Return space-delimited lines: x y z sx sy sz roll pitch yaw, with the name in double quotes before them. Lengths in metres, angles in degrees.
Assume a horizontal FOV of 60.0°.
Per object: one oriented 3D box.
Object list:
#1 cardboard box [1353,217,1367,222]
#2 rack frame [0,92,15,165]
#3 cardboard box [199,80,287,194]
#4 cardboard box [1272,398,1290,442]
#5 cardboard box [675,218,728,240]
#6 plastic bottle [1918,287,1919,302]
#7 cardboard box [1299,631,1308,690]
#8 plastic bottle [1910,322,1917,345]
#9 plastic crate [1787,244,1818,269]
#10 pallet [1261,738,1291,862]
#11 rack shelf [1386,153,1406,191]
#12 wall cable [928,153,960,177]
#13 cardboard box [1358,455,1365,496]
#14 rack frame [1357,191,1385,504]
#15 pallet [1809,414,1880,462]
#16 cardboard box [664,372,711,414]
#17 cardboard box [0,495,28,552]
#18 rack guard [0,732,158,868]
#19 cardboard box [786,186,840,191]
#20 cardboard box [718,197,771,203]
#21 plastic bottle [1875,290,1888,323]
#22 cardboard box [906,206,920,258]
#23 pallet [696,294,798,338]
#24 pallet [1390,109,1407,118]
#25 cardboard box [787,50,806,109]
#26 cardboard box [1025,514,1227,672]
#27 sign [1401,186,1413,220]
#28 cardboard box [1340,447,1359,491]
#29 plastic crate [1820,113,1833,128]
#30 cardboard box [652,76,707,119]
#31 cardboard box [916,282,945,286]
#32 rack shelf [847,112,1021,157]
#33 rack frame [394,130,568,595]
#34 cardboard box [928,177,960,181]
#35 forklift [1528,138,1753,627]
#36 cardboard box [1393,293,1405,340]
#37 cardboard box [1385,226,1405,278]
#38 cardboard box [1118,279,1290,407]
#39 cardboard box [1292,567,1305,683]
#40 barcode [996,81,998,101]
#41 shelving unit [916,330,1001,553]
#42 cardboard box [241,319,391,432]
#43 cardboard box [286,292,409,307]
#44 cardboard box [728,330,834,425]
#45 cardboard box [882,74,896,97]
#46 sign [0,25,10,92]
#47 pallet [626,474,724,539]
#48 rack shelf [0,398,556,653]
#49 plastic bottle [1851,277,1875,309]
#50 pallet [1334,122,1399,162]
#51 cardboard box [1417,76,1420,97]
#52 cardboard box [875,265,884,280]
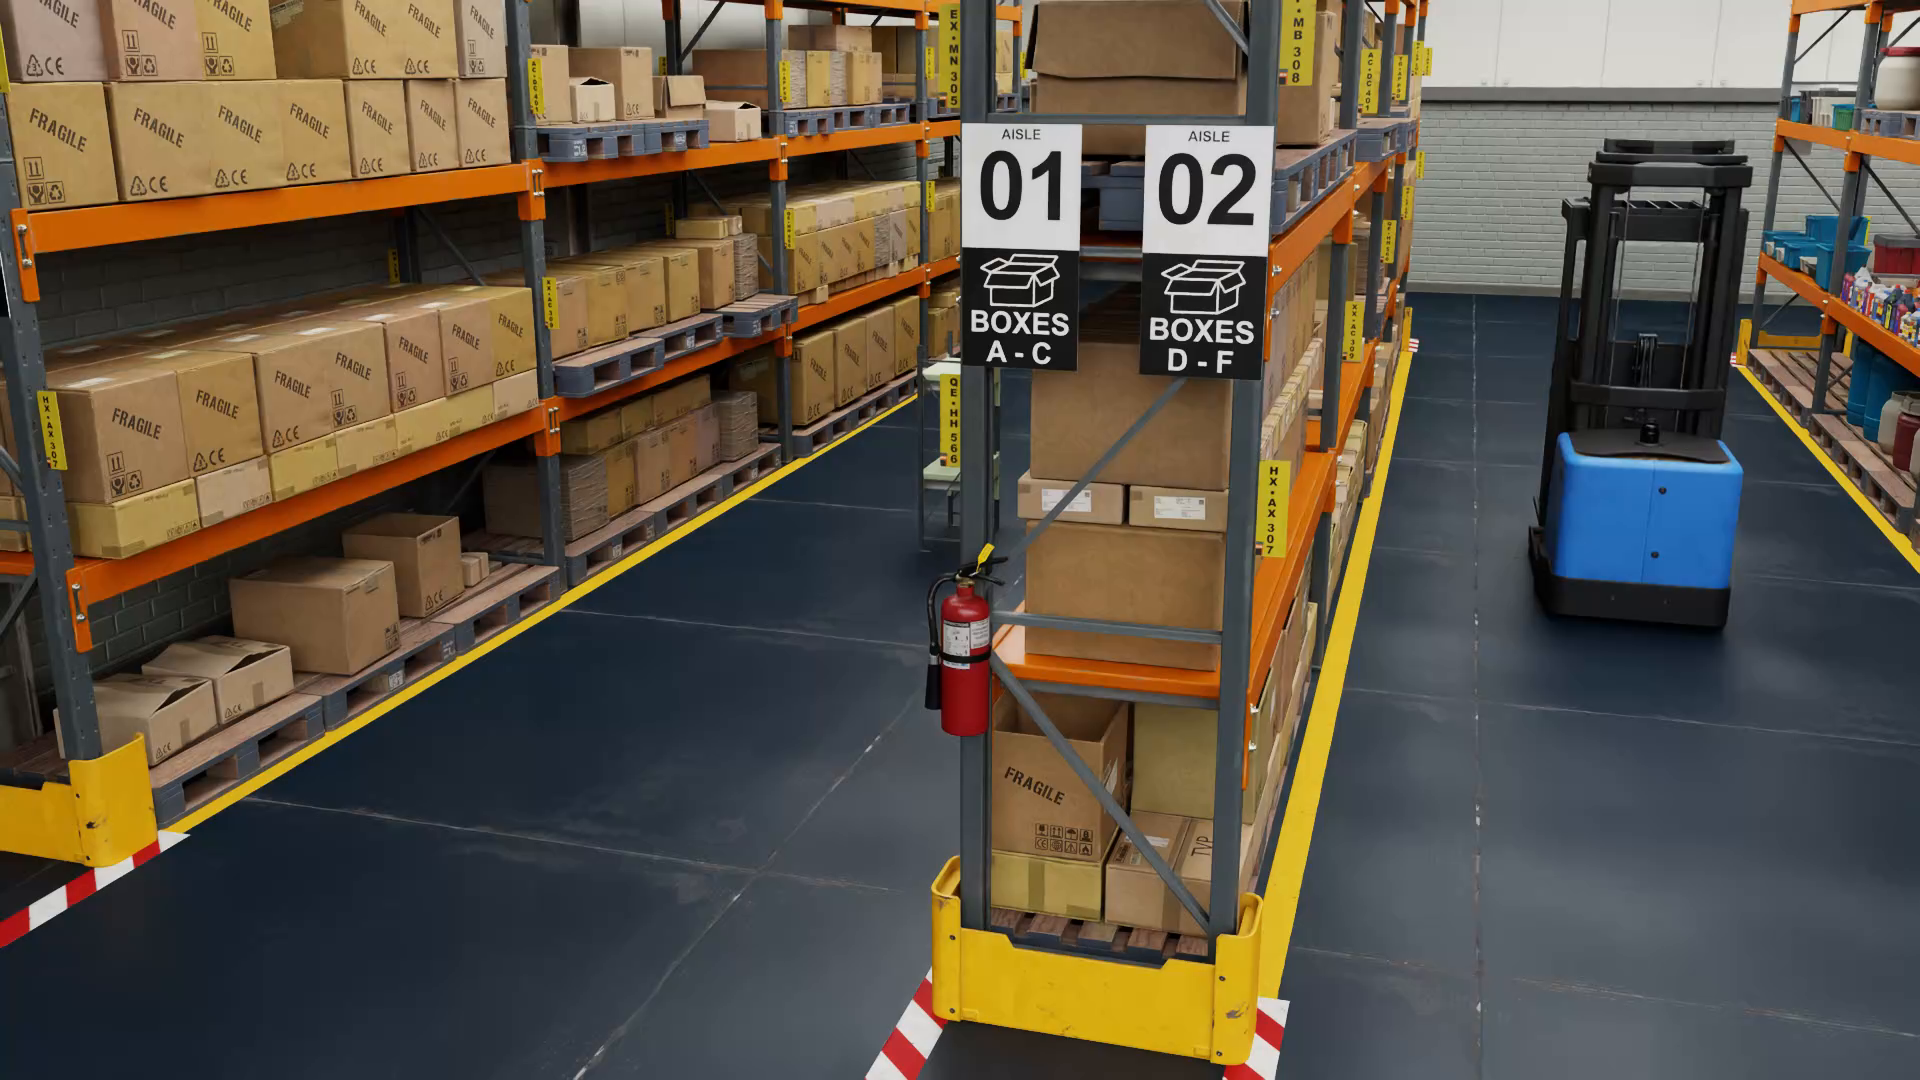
"cardboard box" 3.423 -2.790 15.718 0.700 0.500 0.500 7 17 25
"rack frame" -4.254 -2.962 6.280 1.000 3.000 0.127 5 16 16
"cardboard box" -3.589 -1.918 7.878 0.500 0.500 0.500 5 17 18
"cardboard box" 1.252 -0.540 7.366 0.380 0.149 0.250 5 17 16
"cardboard box" -2.127 -2.562 13.688 0.380 0.149 0.250 2 16 7
"plastic bottle" 8.728 -2.228 15.050 0.097 0.201 0.097 0 16 0
"cardboard box" 1.559 0.650 8.809 0.500 0.250 0.500 5 16 16
"plastic bottle" 7.423 -1.609 12.869 0.097 0.201 0.097 0 16 0
"plastic crate" 8.946 -2.979 17.533 0.416 0.233 0.300 5 16 16
"pallet" 1.022 1.128 7.966 1.003 0.211 1.213 5 16 16
"rack shelf" 3.338 -3.405 14.660 1.077 0.370 4.000 5 16 16
"wall cable" -0.250 -5.159 23.157 0.084 1.984 1.851 5 16 16
"cardboard box" 2.854 -0.508 12.892 0.500 0.250 0.500 5 17 17
"rack frame" 2.770 -1.785 13.126 1.000 3.000 0.127 5 16 16
"pallet" 8.395 -0.906 15.138 1.003 0.211 1.213 5 16 16
"cardboard box" -2.357 -1.202 13.469 0.500 0.250 0.500 5 17 17
"cardboard box" -4.307 -0.150 7.600 0.500 0.250 0.500 5 17 17
"rack guard" -4.233 1.107 7.509 1.175 0.500 0.348 5 16 16
"cardboard box" -1.504 -3.407 16.706 0.500 0.250 0.500 4 16 14
"cardboard box" -1.950 -3.004 15.284 0.500 0.250 0.500 4 16 14
"plastic bottle" 7.770 -1.962 13.986 0.097 0.271 0.097 0 16 0
"cardboard box" -0.733 -3.275 17.615 0.500 0.500 0.500 4 16 15
"pallet" -2.081 -1.881 13.817 1.213 0.211 1.003 5 16 16
"pallet" 3.362 -3.748 14.893 1.213 0.211 1.003 5 16 16
"cardboard box" -1.798 -4.145 14.960 0.700 0.500 0.500 4 16 13
"cardboard box" 0.641 0.138 6.161 0.700 0.500 0.500 5 16 16
"sign" 4.440 -3.347 16.510 0.100 0.325 0.005 5 16 16
"cardboard box" 2.570 -0.510 11.871 0.500 0.311 0.500 5 16 16
"plastic crate" 8.651 -4.125 16.362 0.293 0.136 0.466 5 16 16
"cardboard box" -2.438 -3.339 12.881 0.797 0.503 0.637 7 17 24
"cardboard box" -0.397 -3.032 20.145 0.380 0.149 0.250 4 16 15
"rack shelf" -0.276 -4.835 19.701 1.077 0.370 4.000 5 16 16
"rack frame" -3.117 -1.122 10.788 1.000 3.000 0.127 5 16 16
"cardboard box" 0.157 -4.272 21.342 0.980 0.700 0.700 5 17 18
"forklift" 4.606 -1.239 11.325 1.130 2.935 3.031 4 16 15
"cardboard box" 5.125 -2.726 20.218 0.500 0.500 0.500 5 16 16
"cardboard box" 4.313 -2.992 17.198 0.500 0.500 0.500 5 17 17
"cardboard box" 1.085 -0.901 7.446 0.700 0.500 0.500 5 16 16
"cardboard box" 1.419 0.421 8.245 0.500 0.500 0.500 5 16 16
"barcode" 0.120 -1.531 5.669 0.001 0.075 0.075 5 16 16
"shelving unit" -0.002 -0.720 12.119 0.431 1.500 0.755 5 16 16
"cardboard box" -3.392 -0.874 8.779 0.500 0.500 0.500 5 17 18
"cardboard box" -3.602 -1.178 9.851 0.500 0.500 0.500 5 16 16
"cardboard box" -1.646 -1.518 15.356 0.750 0.750 0.750 4 16 15
"cardboard box" -0.874 -5.033 18.402 0.500 0.250 0.500 5 17 16
"sign" -3.734 -1.897 6.421 0.100 0.325 0.005 5 16 16
"pallet" -2.553 -0.304 13.016 1.003 0.211 1.213 5 16 16
"rack shelf" -3.686 -0.253 9.041 1.077 0.370 4.000 5 16 16
"plastic bottle" 8.054 -2.200 14.815 0.152 0.276 0.135 5 16 16
"pallet" 2.348 -2.660 11.060 1.003 0.211 1.213 5 17 18
"cardboard box" 5.000 -5.205 19.044 0.500 0.250 0.500 5 16 16
"cardboard box" -0.986 -2.729 16.876 0.380 0.149 0.250 5 16 16
